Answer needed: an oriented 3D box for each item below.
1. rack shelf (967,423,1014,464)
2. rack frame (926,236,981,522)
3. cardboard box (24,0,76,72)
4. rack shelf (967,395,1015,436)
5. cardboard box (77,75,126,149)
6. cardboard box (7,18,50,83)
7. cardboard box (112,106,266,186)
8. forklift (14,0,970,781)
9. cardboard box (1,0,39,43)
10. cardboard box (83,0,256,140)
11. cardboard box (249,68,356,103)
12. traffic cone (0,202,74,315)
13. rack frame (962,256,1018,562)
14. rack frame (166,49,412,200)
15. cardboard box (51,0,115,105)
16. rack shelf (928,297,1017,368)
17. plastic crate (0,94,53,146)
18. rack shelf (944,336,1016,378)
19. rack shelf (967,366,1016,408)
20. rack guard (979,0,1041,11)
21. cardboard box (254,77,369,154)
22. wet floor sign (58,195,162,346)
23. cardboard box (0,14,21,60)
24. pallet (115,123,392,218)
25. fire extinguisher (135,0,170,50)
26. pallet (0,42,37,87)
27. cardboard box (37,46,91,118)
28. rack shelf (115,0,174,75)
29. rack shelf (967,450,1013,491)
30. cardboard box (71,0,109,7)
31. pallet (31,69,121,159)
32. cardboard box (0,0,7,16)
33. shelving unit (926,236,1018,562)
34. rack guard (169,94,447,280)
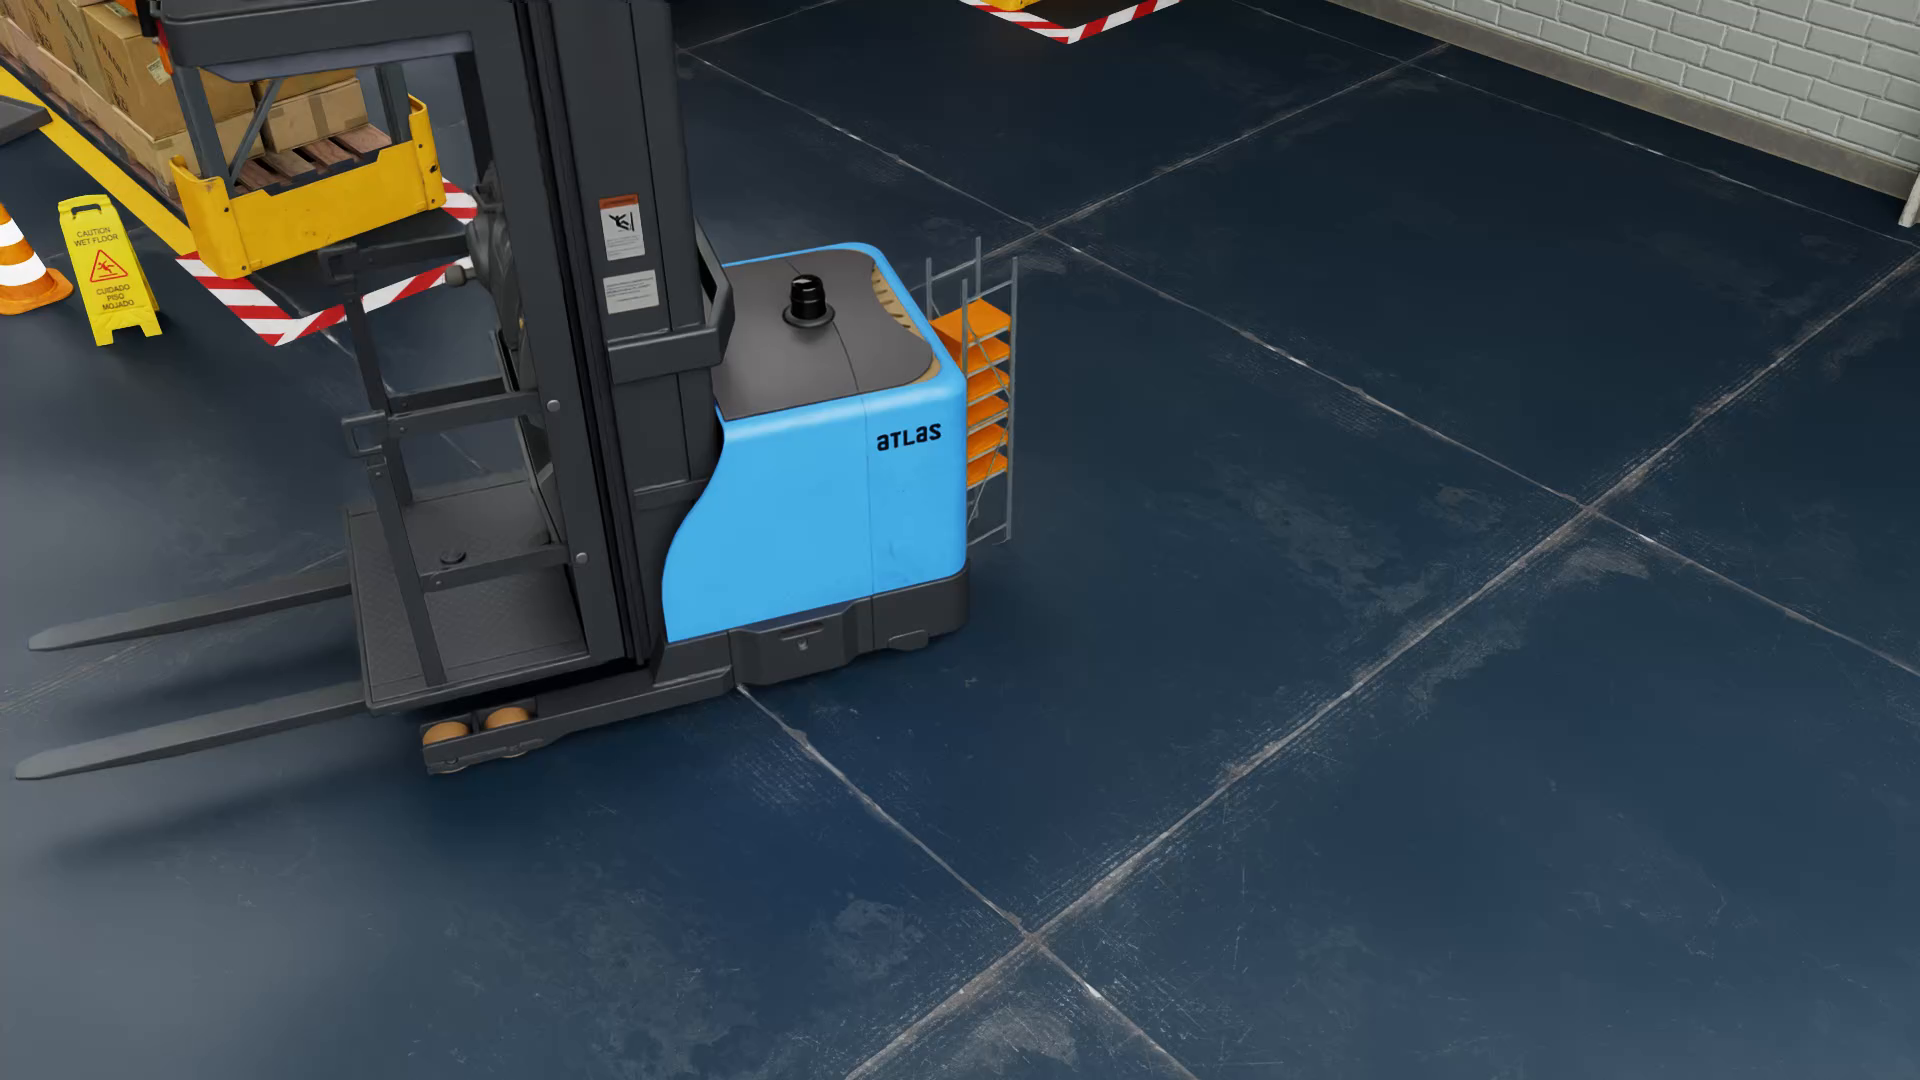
[{"bbox_3d":[0.039,-0.337,5.974,0.258,0.103,0.180,-29,47,-31],"label":"rack shelf"},{"bbox_3d":[-0.021,-0.508,5.924,0.240,1.200,0.006,-29,47,-31],"label":"rack frame"},{"bbox_3d":[-4.473,-2.779,8.561,0.500,0.500,0.500,-31,48,-33],"label":"cardboard box"},{"bbox_3d":[0.039,-0.430,5.898,0.258,0.103,0.180,-29,47,-31],"label":"rack shelf"},{"bbox_3d":[-4.137,-2.254,8.507,0.500,0.250,0.500,-30,48,-32],"label":"cardboard box"},{"bbox_3d":[-4.823,-2.728,9.094,0.500,0.250,0.500,-31,48,-32],"label":"cardboard box"},{"bbox_3d":[-3.809,-2.022,8.220,0.500,0.250,0.500,-30,48,-32],"label":"cardboard box"},{"bbox_3d":[-1.539,-0.771,4.871,3.031,2.935,1.130,-13,41,-16],"label":"forklift"},{"bbox_3d":[-4.833,-3.023,8.863,0.500,0.500,0.500,-27,46,-30],"label":"cardboard box"},{"bbox_3d":[-3.782,-2.303,7.971,0.500,0.500,0.500,-30,47,-31],"label":"cardboard box"},{"bbox_3d":[-3.406,-2.544,8.270,0.500,0.500,0.500,-32,49,-33],"label":"cardboard box"},{"bbox_3d":[-4.289,-1.321,7.517,0.336,0.463,0.334,-30,48,-32],"label":"traffic cone"},{"bbox_3d":[0.099,-0.421,5.817,0.240,1.200,0.006,-29,47,-31],"label":"rack frame"},{"bbox_3d":[-3.048,-2.657,7.153,1.000,3.000,0.127,-30,48,-32],"label":"rack frame"},{"bbox_3d":[-4.137,-2.543,8.268,0.500,0.500,0.500,-28,47,-30],"label":"cardboard box"},{"bbox_3d":[0.039,-0.710,5.672,0.258,0.103,0.180,-29,47,-31],"label":"rack shelf"},{"bbox_3d":[-5.295,-2.298,9.031,0.583,0.080,0.402,18,42,21],"label":"plastic crate"},{"bbox_3d":[0.039,-0.617,5.747,0.258,0.103,0.180,-29,47,-31],"label":"rack shelf"},{"bbox_3d":[0.039,-0.523,5.823,0.258,0.103,0.180,-29,47,-31],"label":"rack shelf"},{"bbox_3d":[0.622,-3.785,10.538,1.175,0.500,0.348,-30,48,-32],"label":"rack guard"},{"bbox_3d":[-3.390,-2.242,8.492,0.500,0.250,0.500,-30,48,-32],"label":"cardboard box"},{"bbox_3d":[-3.708,-1.199,7.221,0.267,0.644,0.232,-15,41,-17],"label":"wet floor sign"},{"bbox_3d":[-5.184,-2.972,9.397,0.500,0.250,0.500,-27,46,-30],"label":"cardboard box"},{"bbox_3d":[-3.623,-1.999,8.557,1.003,0.211,1.213,-30,48,-32],"label":"pallet"},{"bbox_3d":[-3.310,-2.378,6.869,0.296,0.674,0.183,-30,48,-32],"label":"fire extinguisher"},{"bbox_3d":[-5.273,-3.128,9.955,1.003,0.211,1.213,-30,48,-32],"label":"pallet"},{"bbox_3d":[-4.495,-2.494,8.804,0.500,0.250,0.500,-32,49,-33],"label":"cardboard box"},{"bbox_3d":[-4.401,-3.303,8.525,1.077,0.370,4.000,-30,48,-32],"label":"rack shelf"},{"bbox_3d":[0.039,-0.243,6.049,0.258,0.103,0.180,-29,47,-31],"label":"rack shelf"},{"bbox_3d":[-4.080,-2.696,7.942,0.380,0.149,0.250,-29,47,-31],"label":"cardboard box"},{"bbox_3d":[-4.444,-2.563,9.255,1.003,0.211,1.213,-30,48,-32],"label":"pallet"},{"bbox_3d":[-5.182,-3.263,9.161,0.500,0.500,0.500,-28,47,-30],"label":"cardboard box"},{"bbox_3d":[0.039,-0.465,5.870,0.258,1.200,0.189,-29,47,-31],"label":"shelving unit"},{"bbox_3d":[-3.099,-1.720,7.982,1.175,0.500,0.348,-30,48,-32],"label":"rack guard"}]
